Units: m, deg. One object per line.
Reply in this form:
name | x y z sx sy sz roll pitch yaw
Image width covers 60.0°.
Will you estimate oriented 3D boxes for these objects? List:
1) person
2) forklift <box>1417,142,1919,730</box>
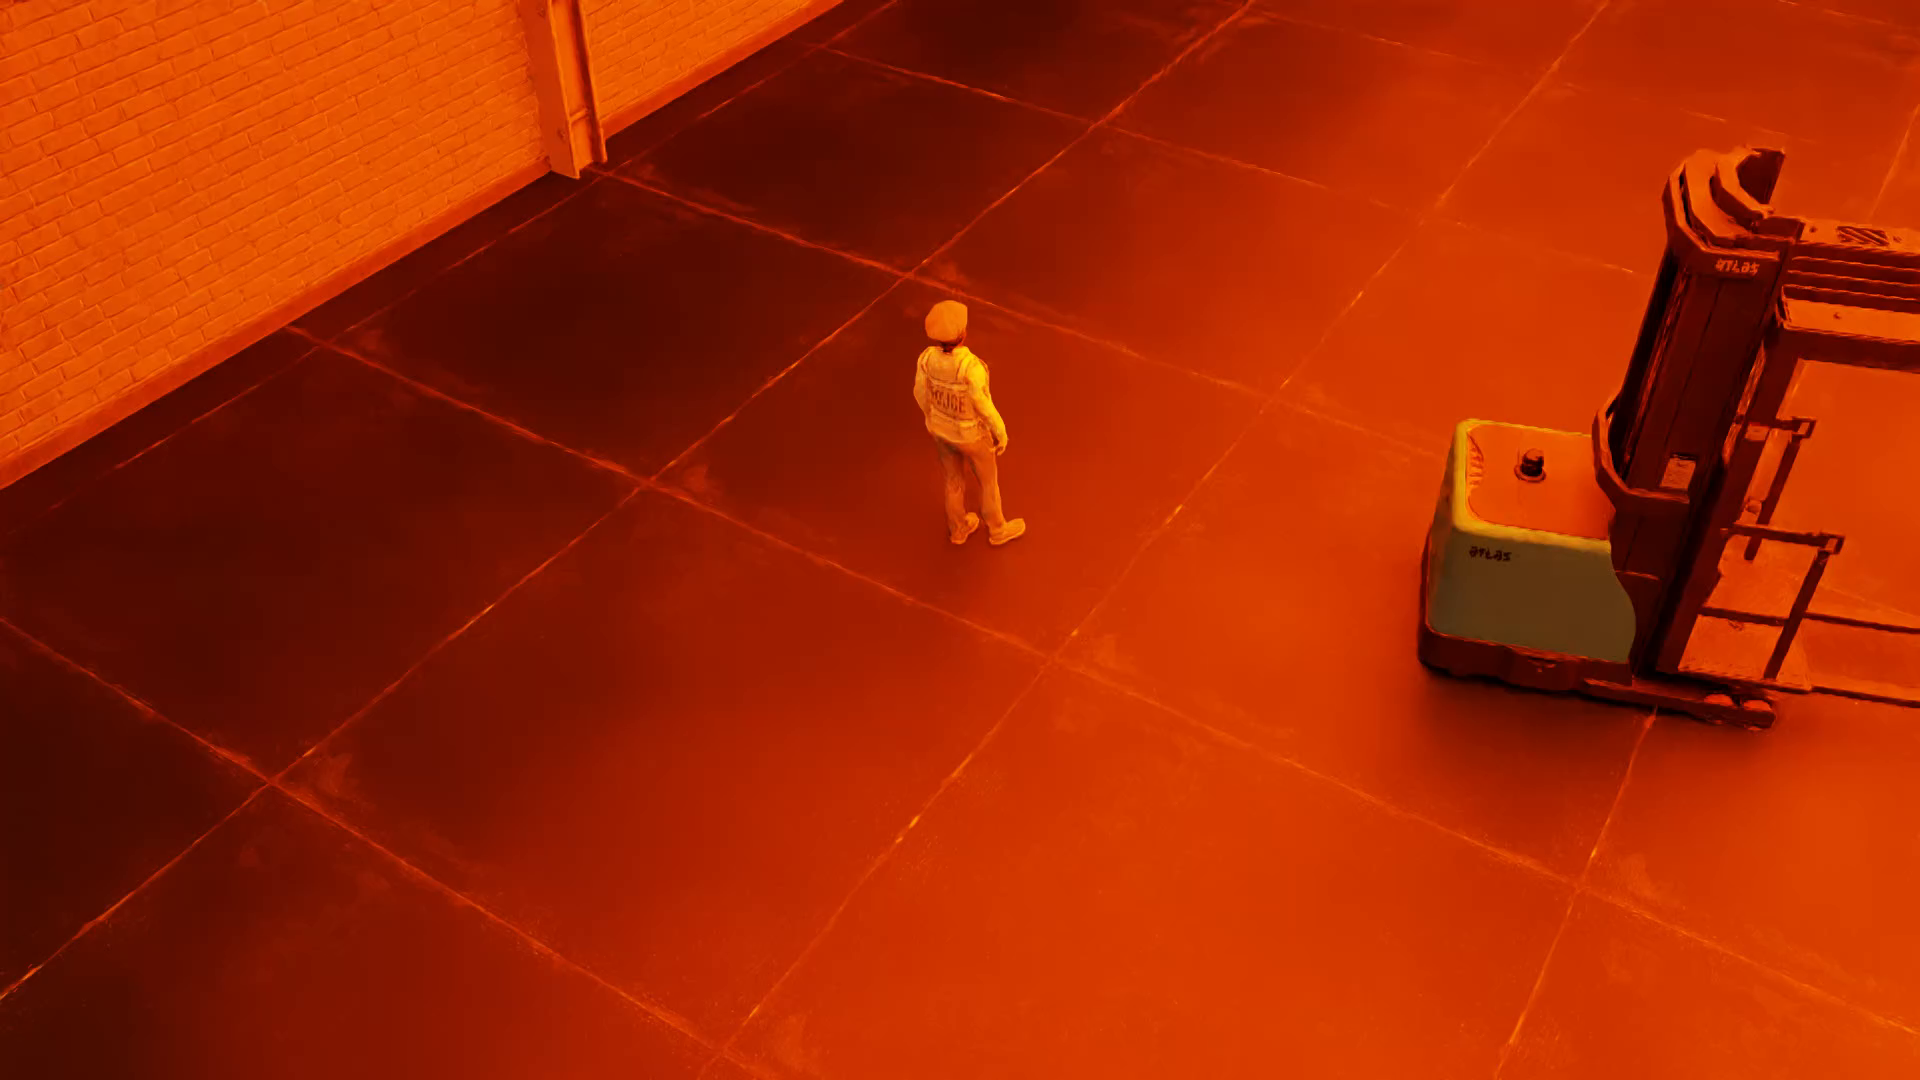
person | 0.042 -0.687 9.722 0.586 1.695 0.532 22 45 24
forklift | 4.153 -0.469 8.520 3.031 2.935 1.130 9 41 10
